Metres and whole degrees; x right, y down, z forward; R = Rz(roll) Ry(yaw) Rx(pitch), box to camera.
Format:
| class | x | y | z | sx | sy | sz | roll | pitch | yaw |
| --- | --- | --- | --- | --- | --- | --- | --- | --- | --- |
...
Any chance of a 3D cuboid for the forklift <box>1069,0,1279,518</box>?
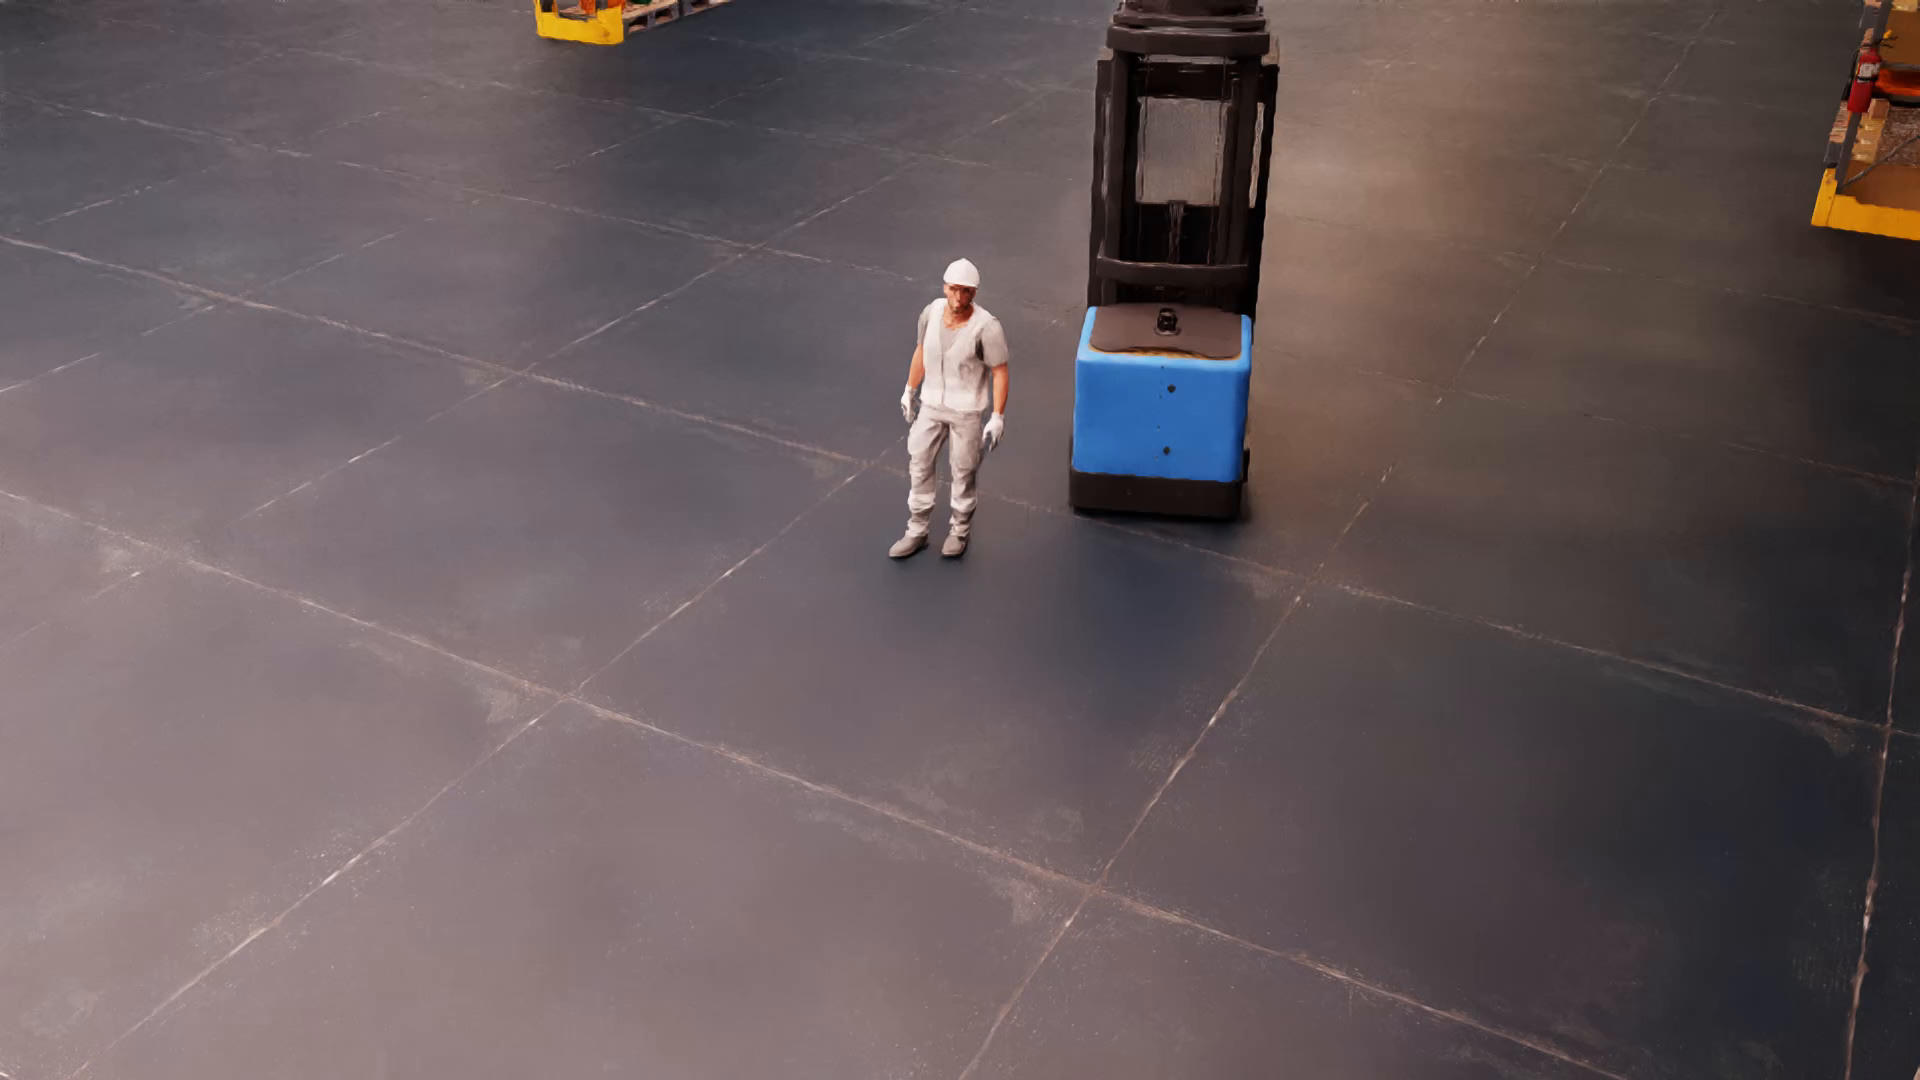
| class | x | y | z | sx | sy | sz | roll | pitch | yaw |
| --- | --- | --- | --- | --- | --- | --- | --- | --- | --- |
| forklift | 1.412 | -2.121 | 10.746 | 1.130 | 2.935 | 3.031 | 4 | 30 | 8 |

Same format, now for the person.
| class | x | y | z | sx | sy | sz | roll | pitch | yaw |
| --- | --- | --- | --- | --- | --- | --- | --- | --- | --- |
| person | -0.063 | -0.718 | 9.461 | 0.678 | 1.791 | 0.531 | 14 | 33 | 23 |
